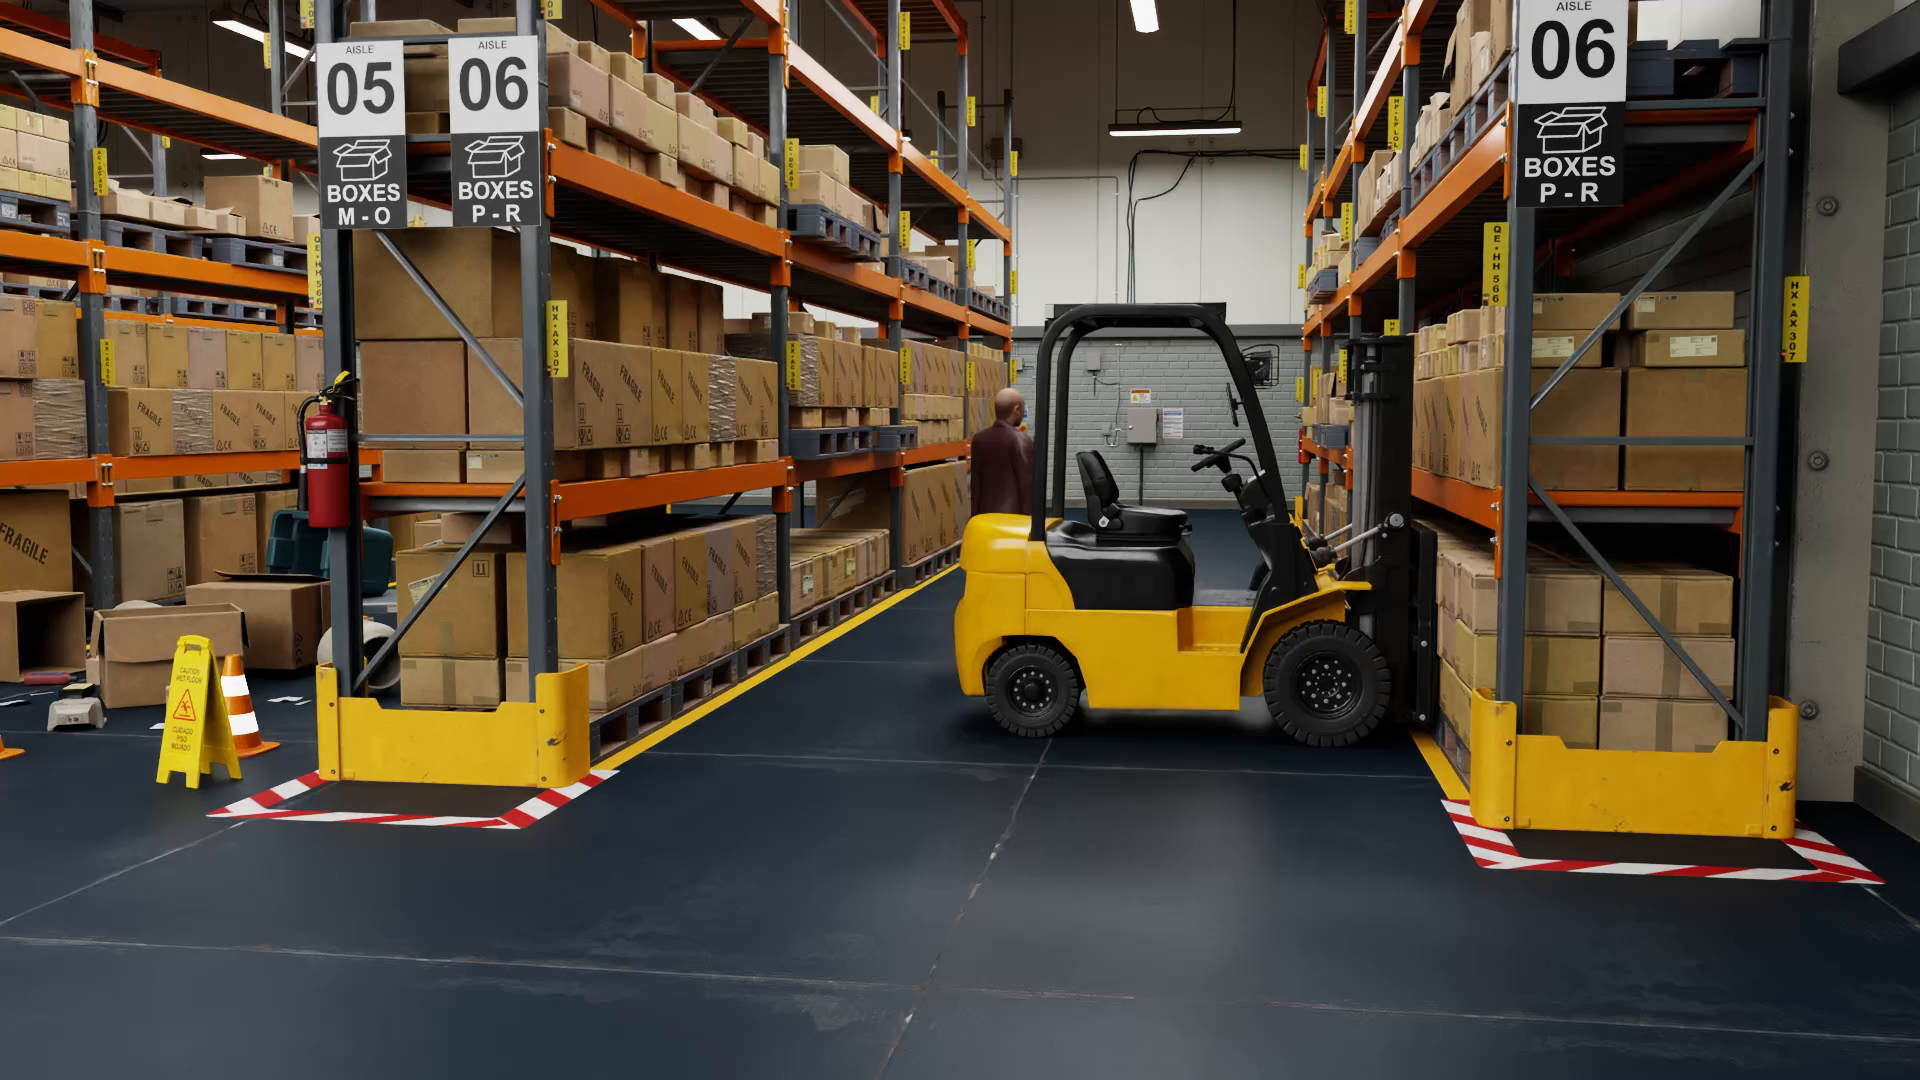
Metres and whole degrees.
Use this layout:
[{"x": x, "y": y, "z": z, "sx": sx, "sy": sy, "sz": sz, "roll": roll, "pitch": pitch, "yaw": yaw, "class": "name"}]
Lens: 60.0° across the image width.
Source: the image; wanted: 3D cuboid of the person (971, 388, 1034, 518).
[{"x": 0.296, "y": -0.087, "z": 10.671, "sx": 0.705, "sy": 1.777, "sz": 0.642, "roll": -4, "pitch": 6, "yaw": -41, "class": "person"}]
